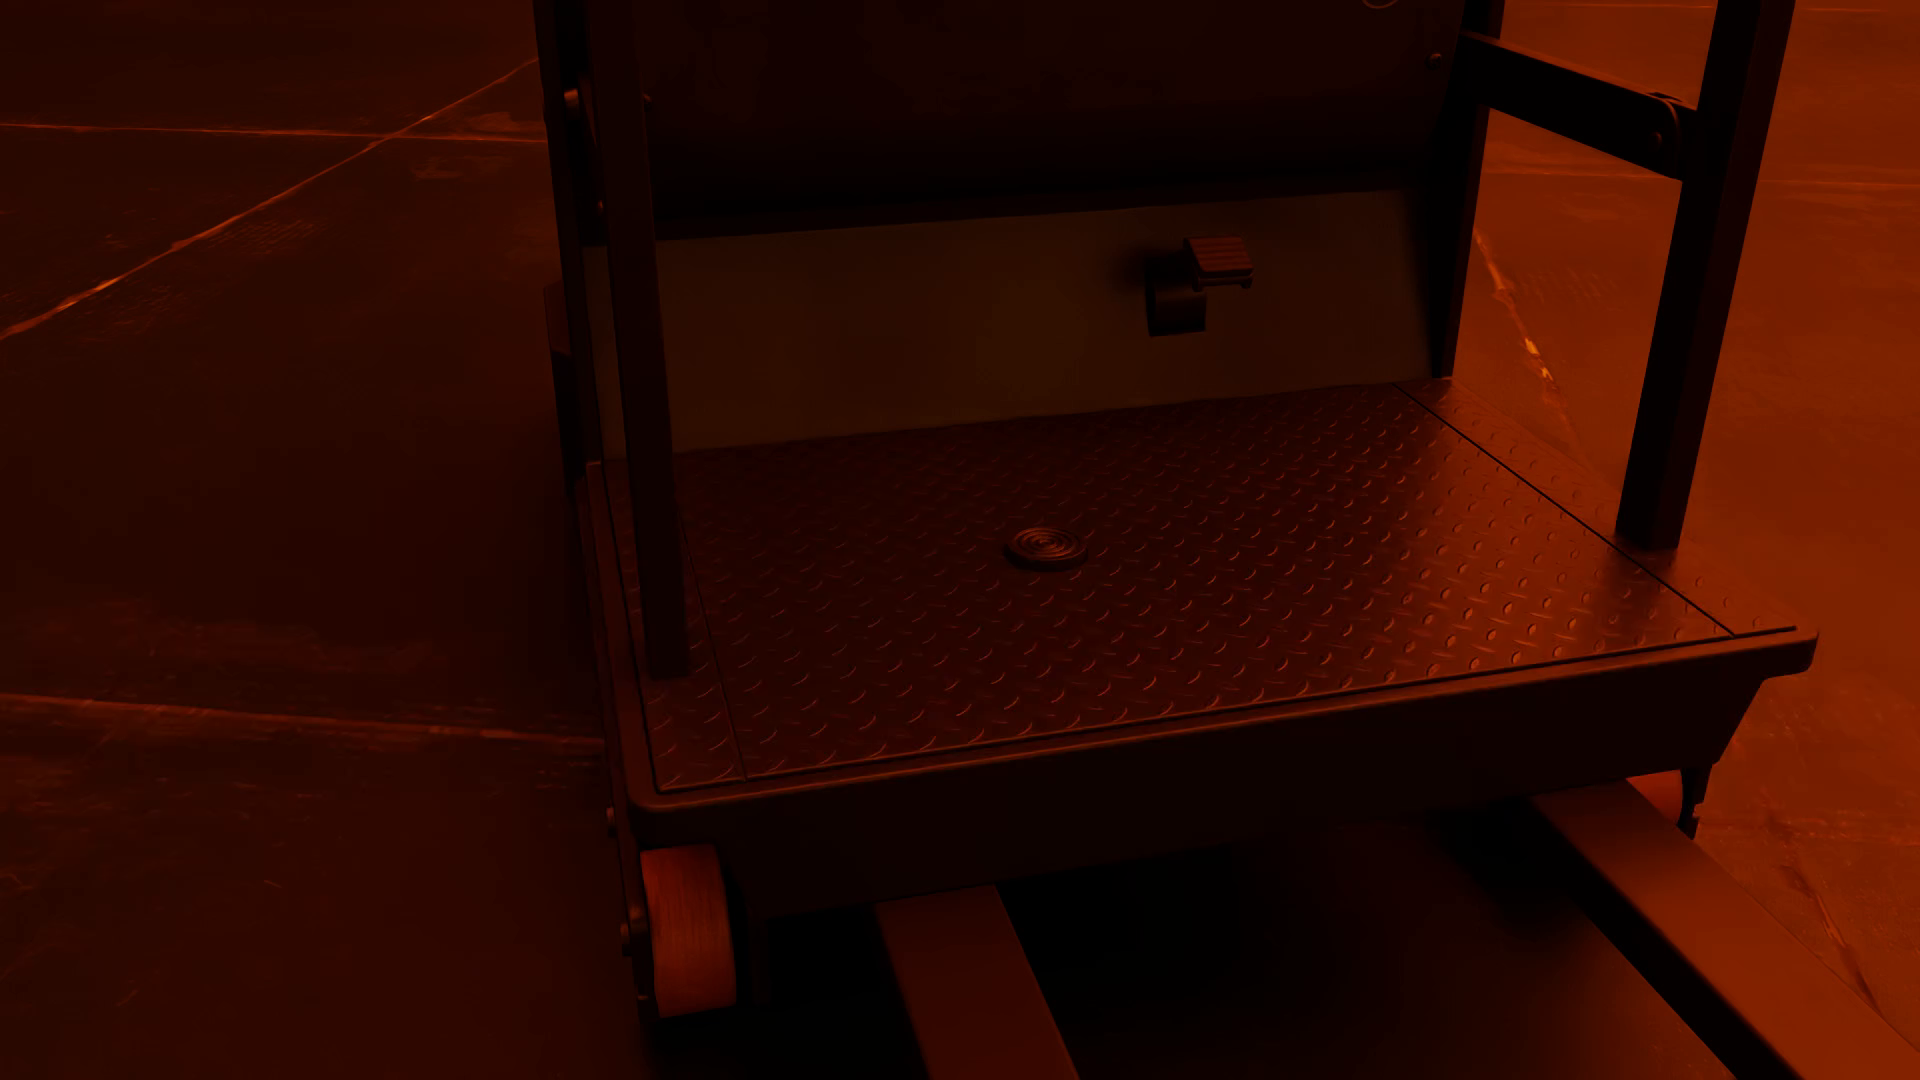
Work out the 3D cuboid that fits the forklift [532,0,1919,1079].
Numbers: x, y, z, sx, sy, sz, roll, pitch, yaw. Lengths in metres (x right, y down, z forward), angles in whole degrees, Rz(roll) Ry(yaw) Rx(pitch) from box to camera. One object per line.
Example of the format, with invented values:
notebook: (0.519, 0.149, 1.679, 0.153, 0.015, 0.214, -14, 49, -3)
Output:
forklift: (0.153, -1.049, 1.319, 1.130, 2.935, 3.031, -7, 27, -13)
